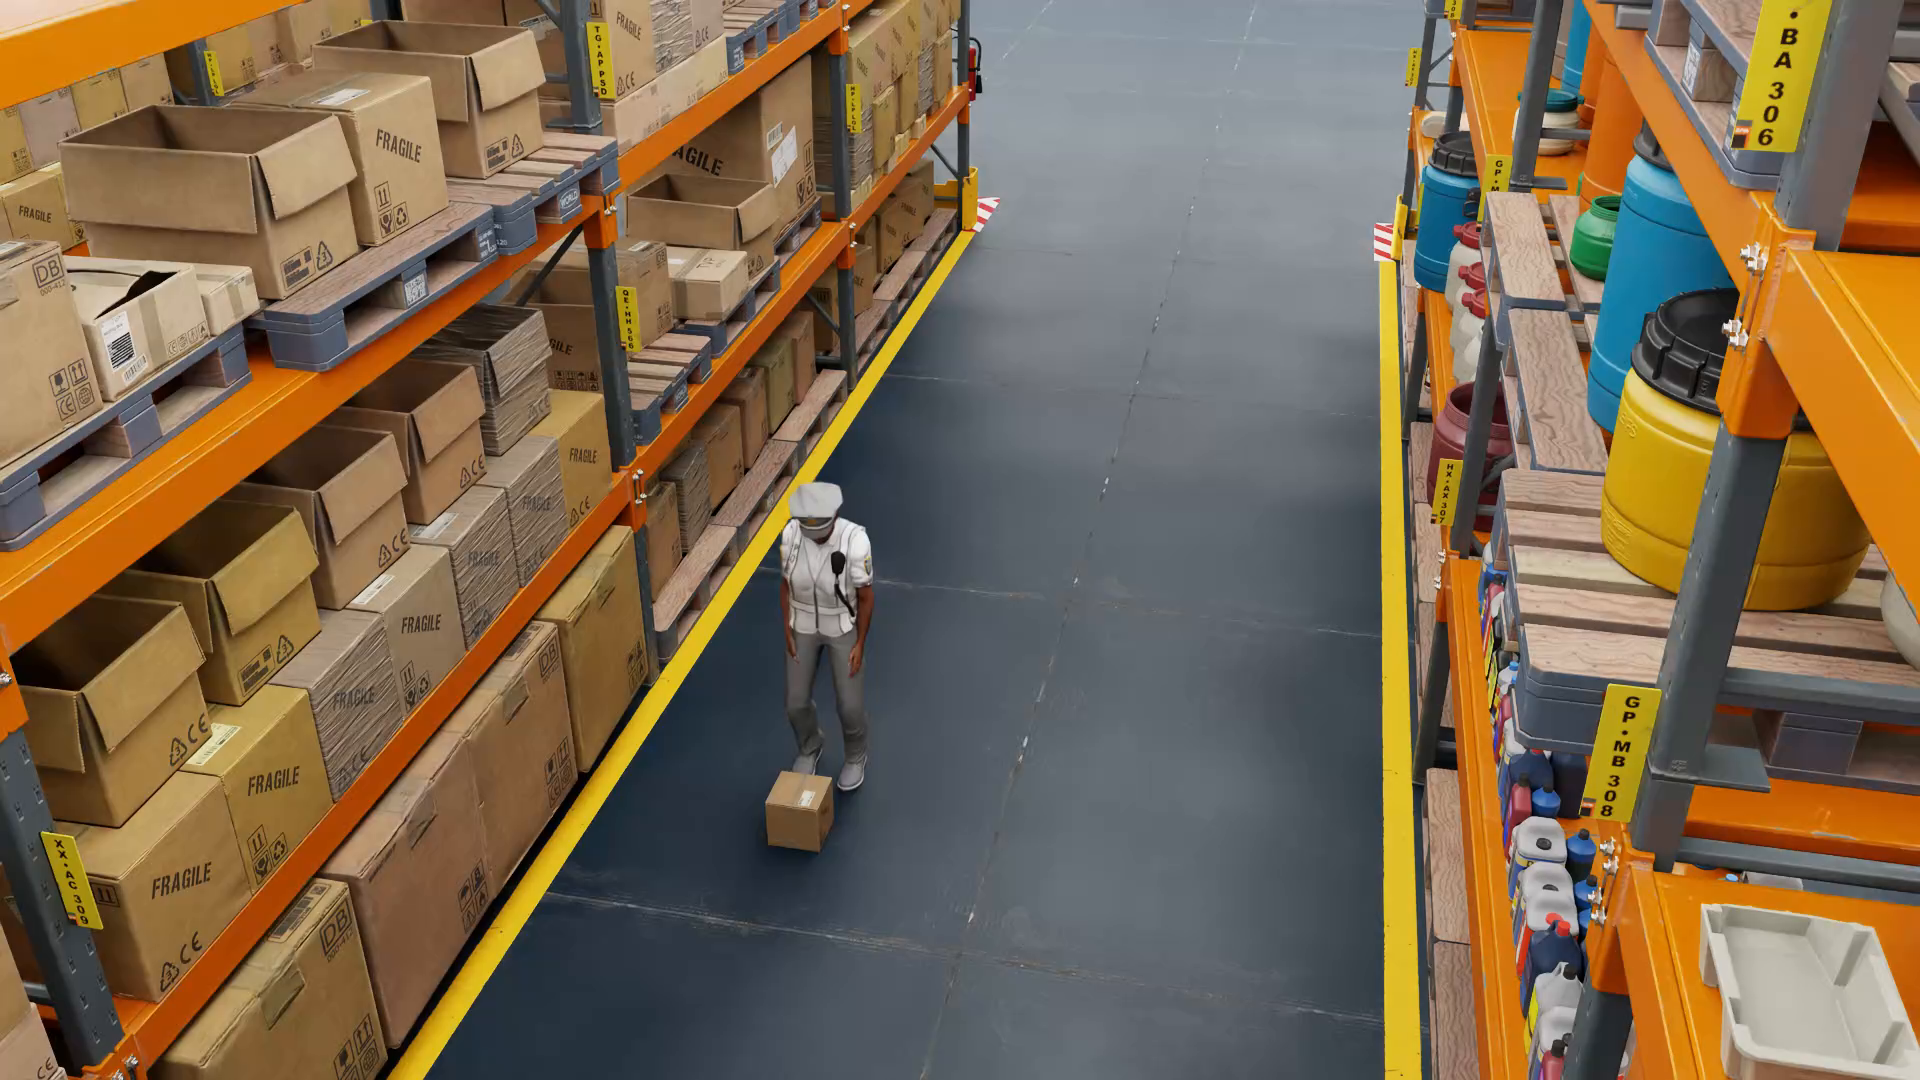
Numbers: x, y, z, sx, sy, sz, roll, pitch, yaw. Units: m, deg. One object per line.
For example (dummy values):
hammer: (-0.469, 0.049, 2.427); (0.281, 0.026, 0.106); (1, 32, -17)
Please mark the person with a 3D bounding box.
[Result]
person: (-0.620, 0.453, 7.848); (0.457, 1.624, 0.442); (7, 30, 12)
